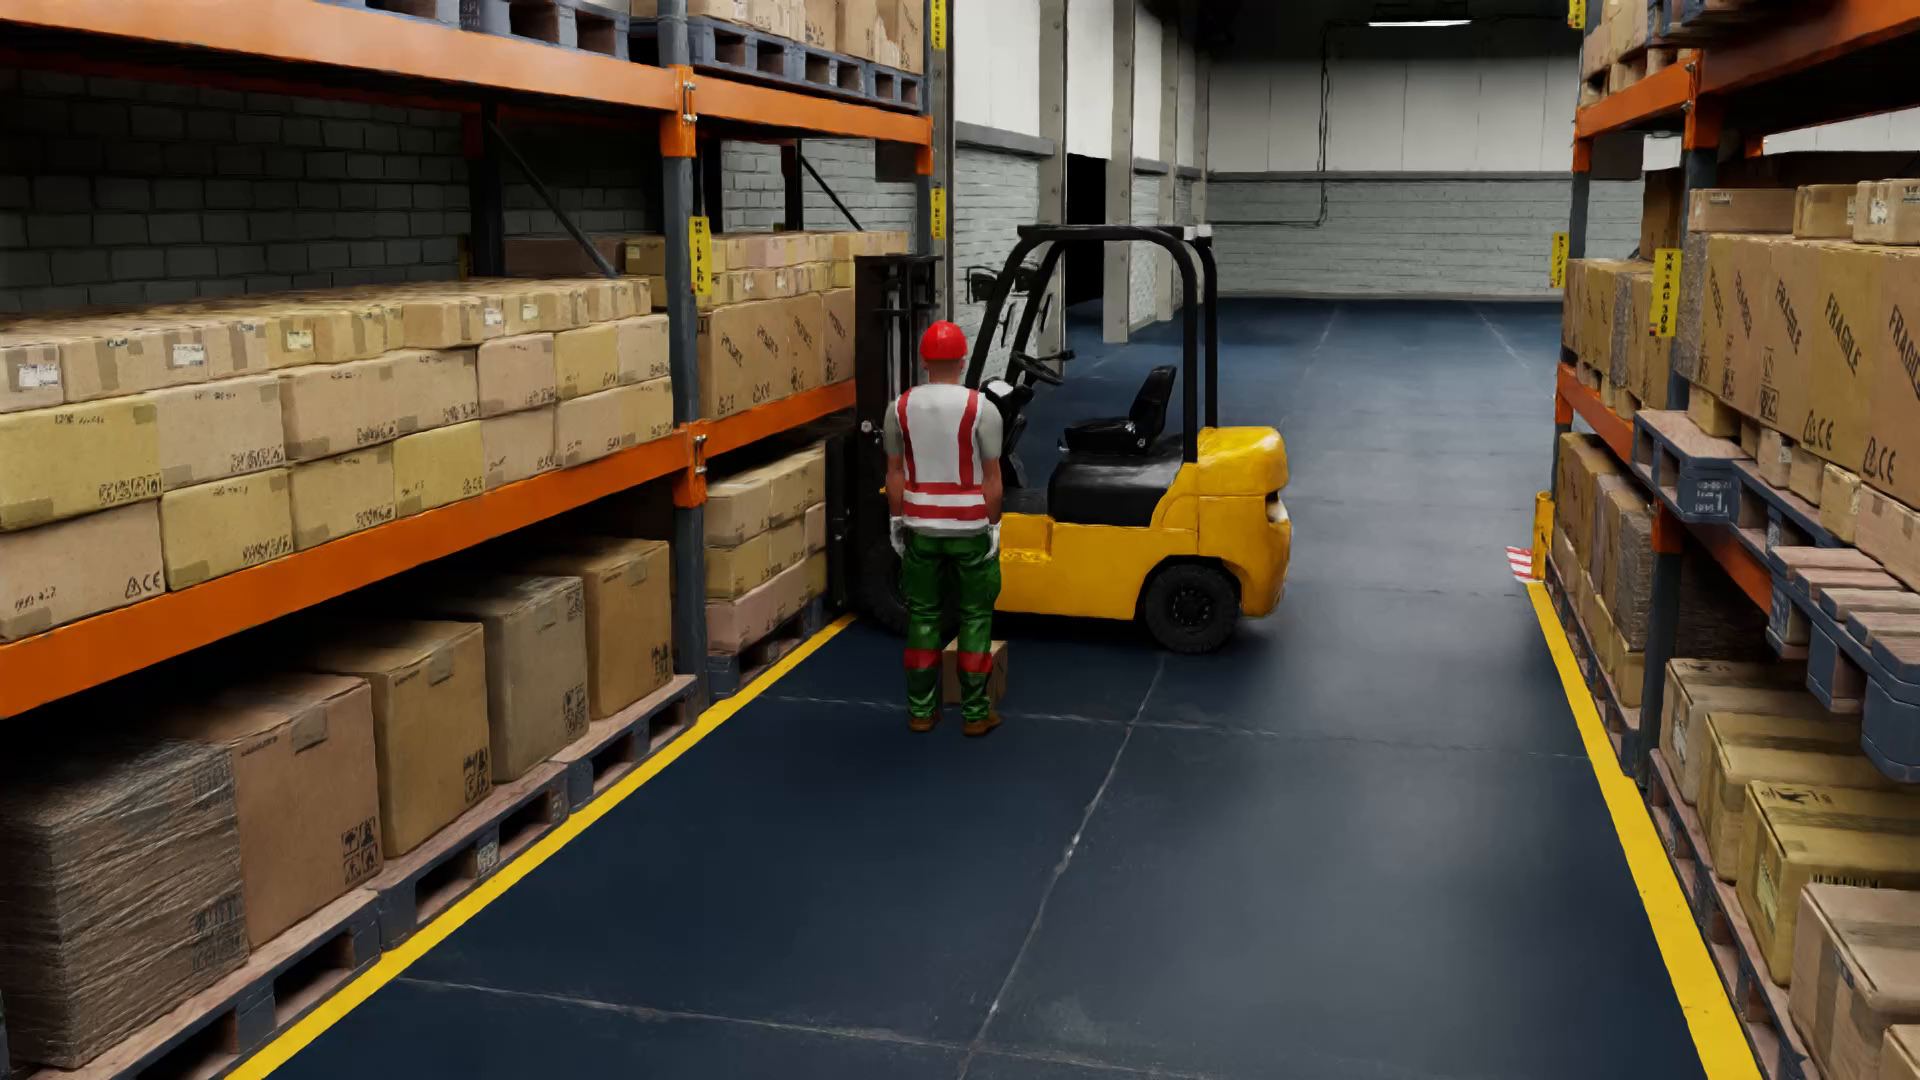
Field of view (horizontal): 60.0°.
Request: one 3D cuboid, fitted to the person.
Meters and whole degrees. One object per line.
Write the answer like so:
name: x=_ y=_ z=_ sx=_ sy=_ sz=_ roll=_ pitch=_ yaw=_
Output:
person: x=-0.060 y=-0.050 z=7.173 sx=0.525 sy=1.791 sz=0.341 roll=3 pitch=12 yaw=15
